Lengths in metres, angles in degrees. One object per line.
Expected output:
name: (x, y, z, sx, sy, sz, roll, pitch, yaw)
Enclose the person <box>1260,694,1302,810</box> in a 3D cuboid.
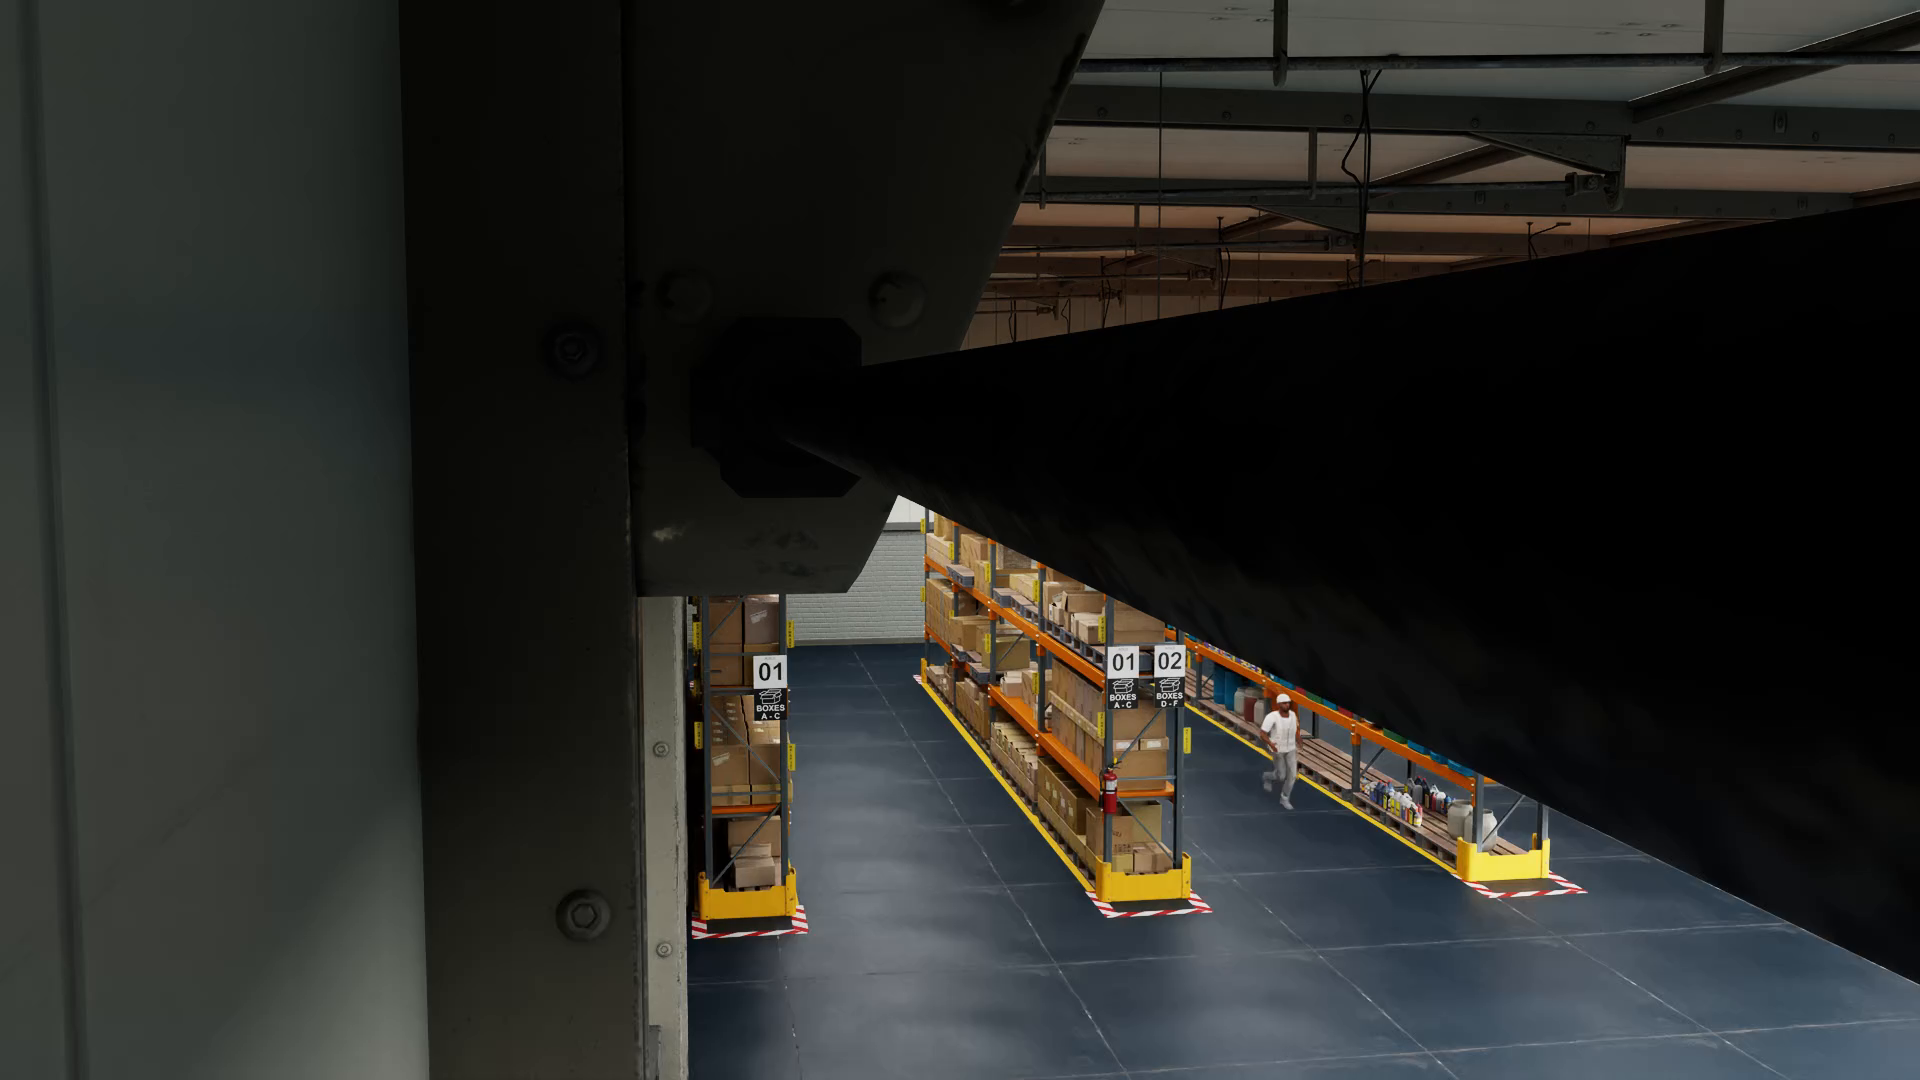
person: (4.954, 3.229, 25.636, 0.708, 1.749, 0.727, -2, 5, -20)
